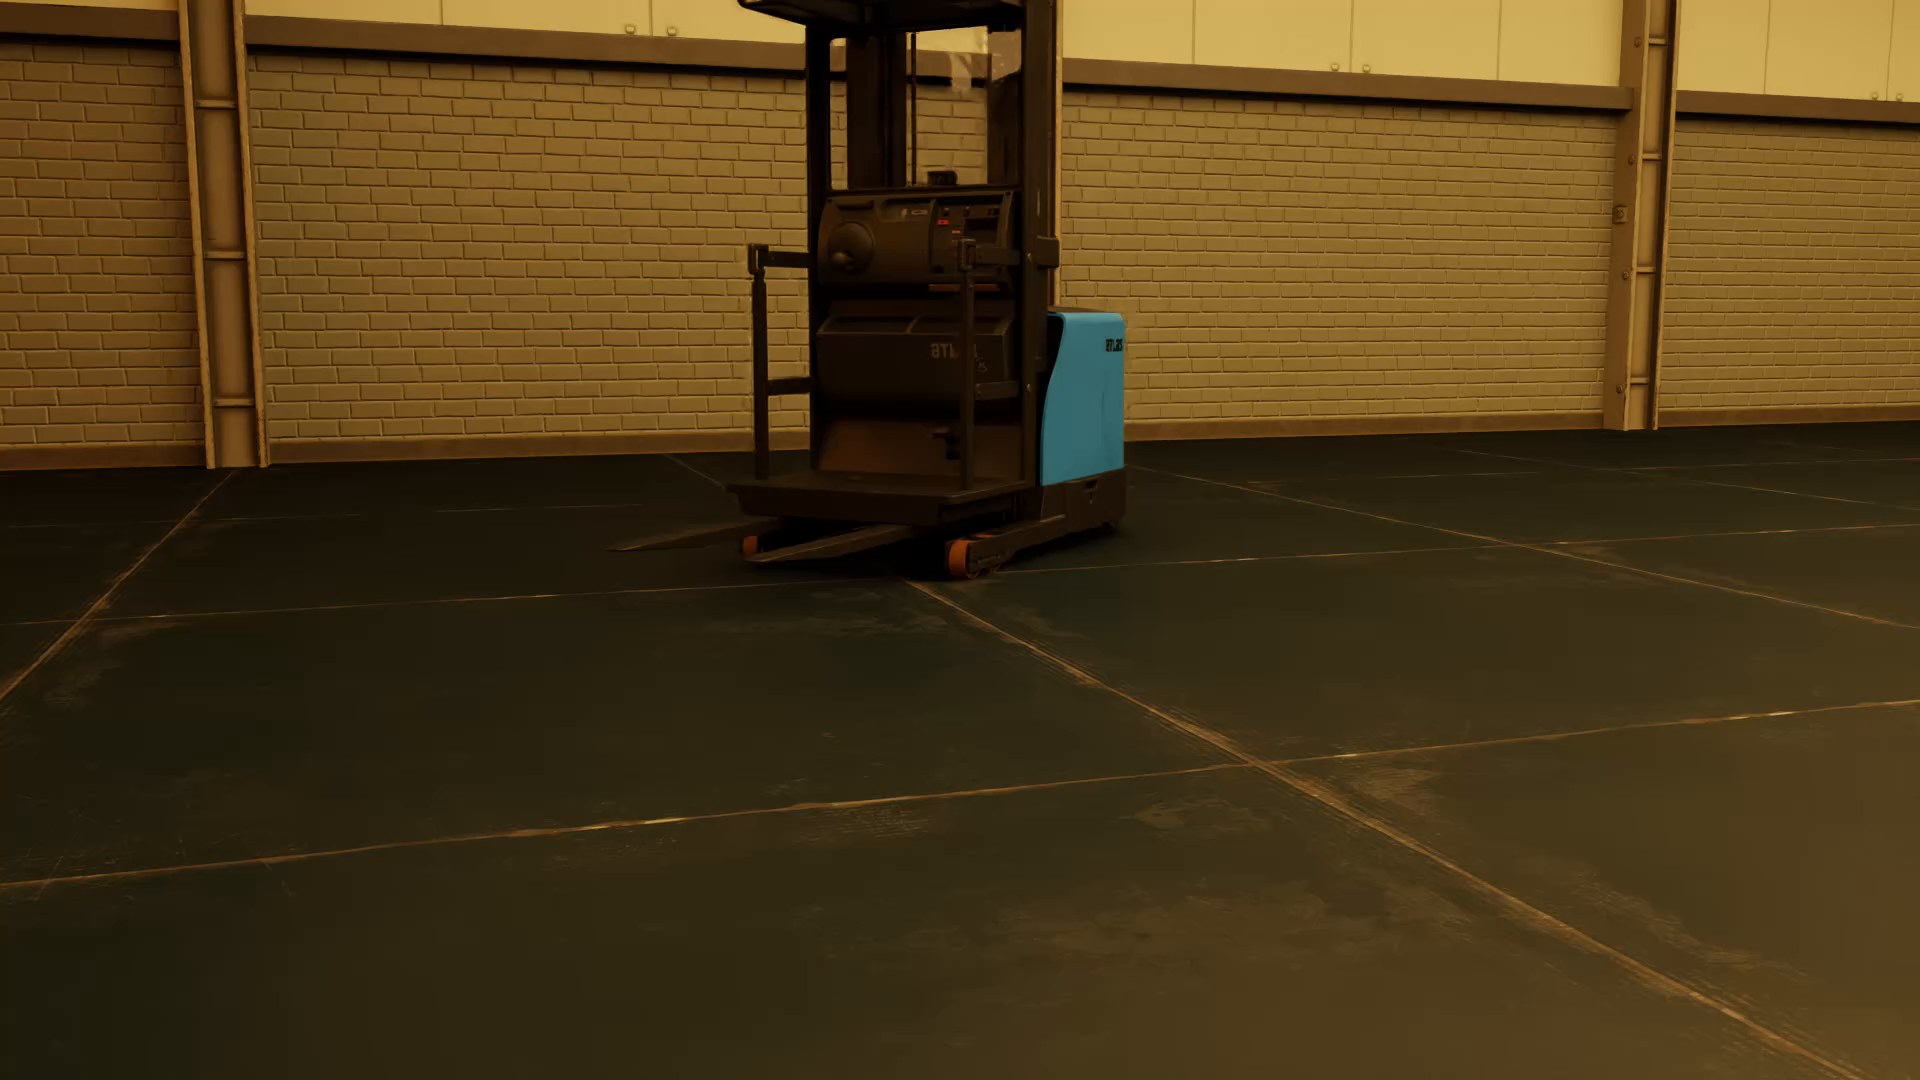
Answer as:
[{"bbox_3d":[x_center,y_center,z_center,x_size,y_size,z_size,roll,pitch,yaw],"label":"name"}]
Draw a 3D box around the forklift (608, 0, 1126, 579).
[{"bbox_3d":[-0.294,-1.359,7.041,1.130,2.935,3.031,4,9,27],"label":"forklift"}]
